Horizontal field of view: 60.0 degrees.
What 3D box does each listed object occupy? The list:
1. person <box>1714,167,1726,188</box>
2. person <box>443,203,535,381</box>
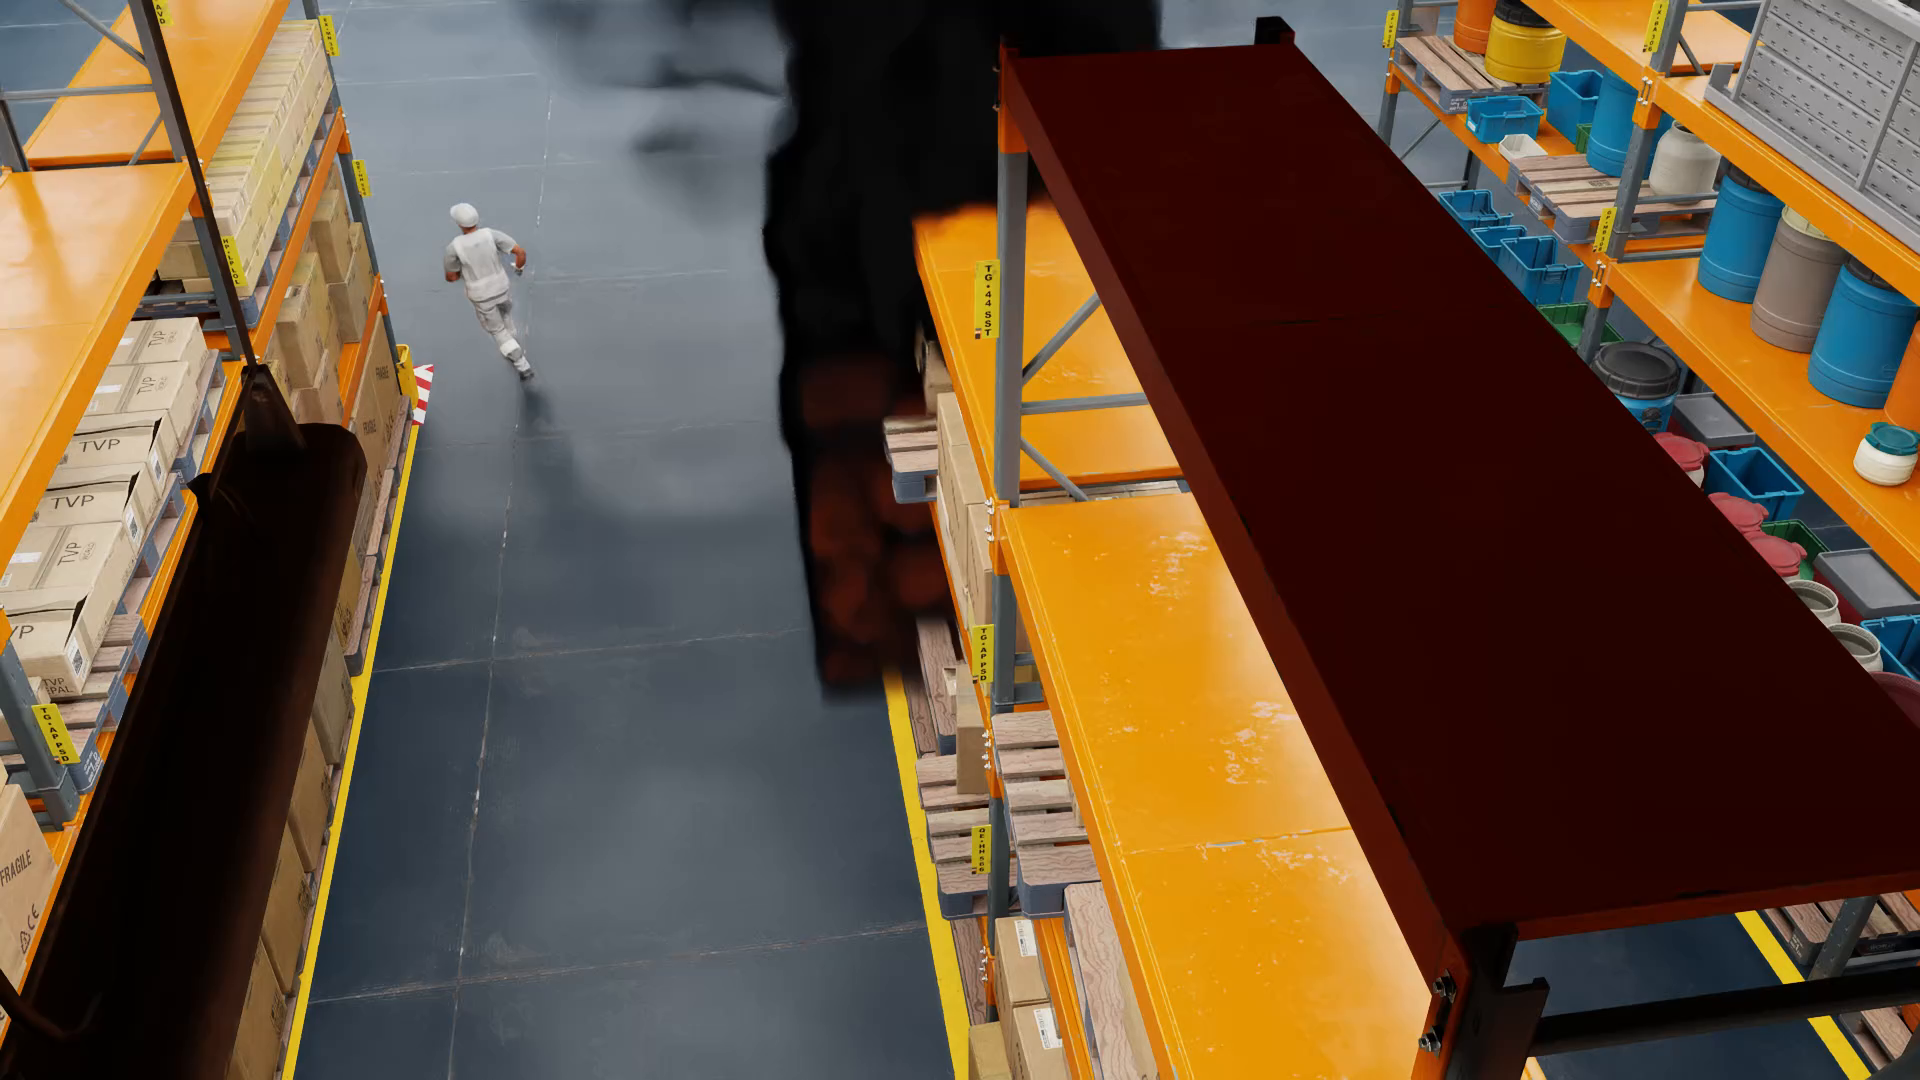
[{"bbox_3d":[8.043,-4.295,17.850,0.966,1.750,0.667,14,39,19],"label":"person"},{"bbox_3d":[-4.245,-2.206,14.978,0.716,1.793,0.939,-23,42,-28],"label":"person"}]
